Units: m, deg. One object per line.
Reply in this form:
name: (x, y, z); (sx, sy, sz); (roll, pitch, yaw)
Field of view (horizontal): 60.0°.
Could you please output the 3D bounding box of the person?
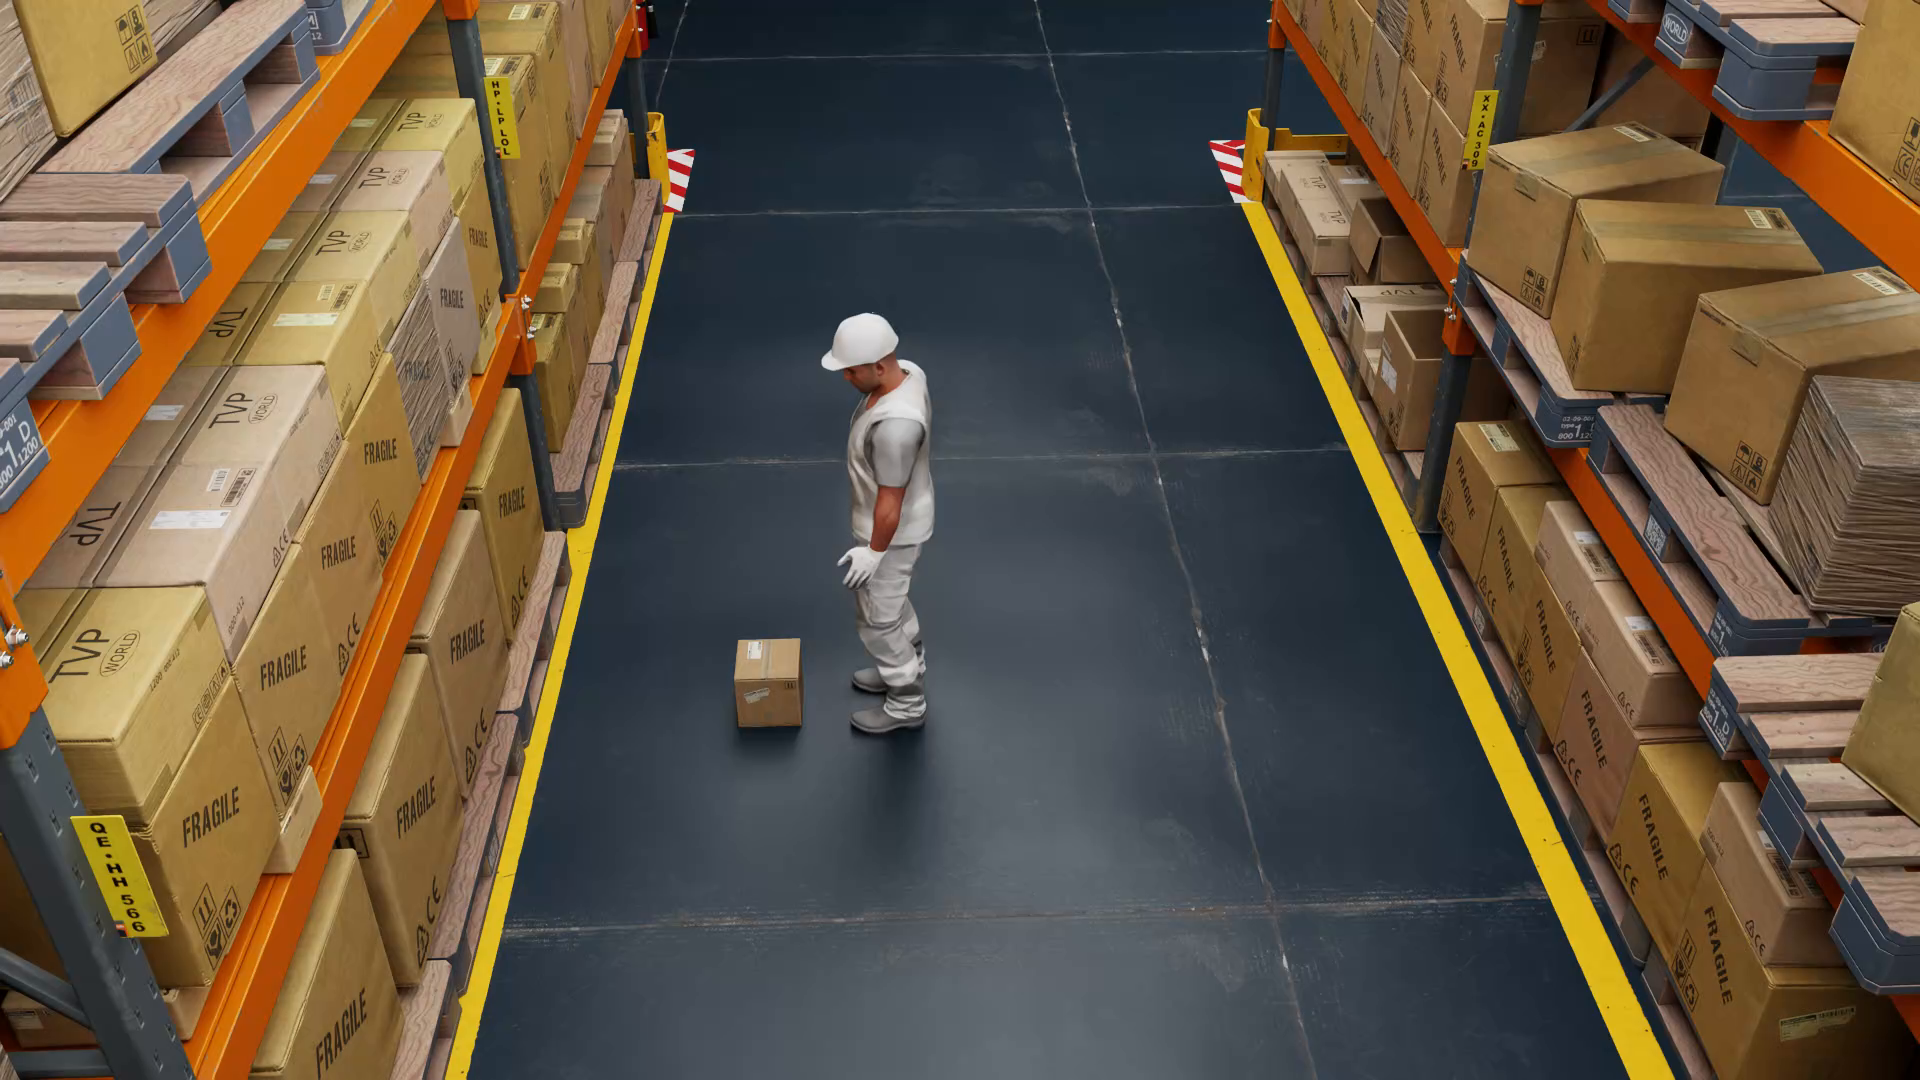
person: (-0.288, -0.047, 6.210); (0.388, 1.767, 0.533); (-1, 35, -1)
